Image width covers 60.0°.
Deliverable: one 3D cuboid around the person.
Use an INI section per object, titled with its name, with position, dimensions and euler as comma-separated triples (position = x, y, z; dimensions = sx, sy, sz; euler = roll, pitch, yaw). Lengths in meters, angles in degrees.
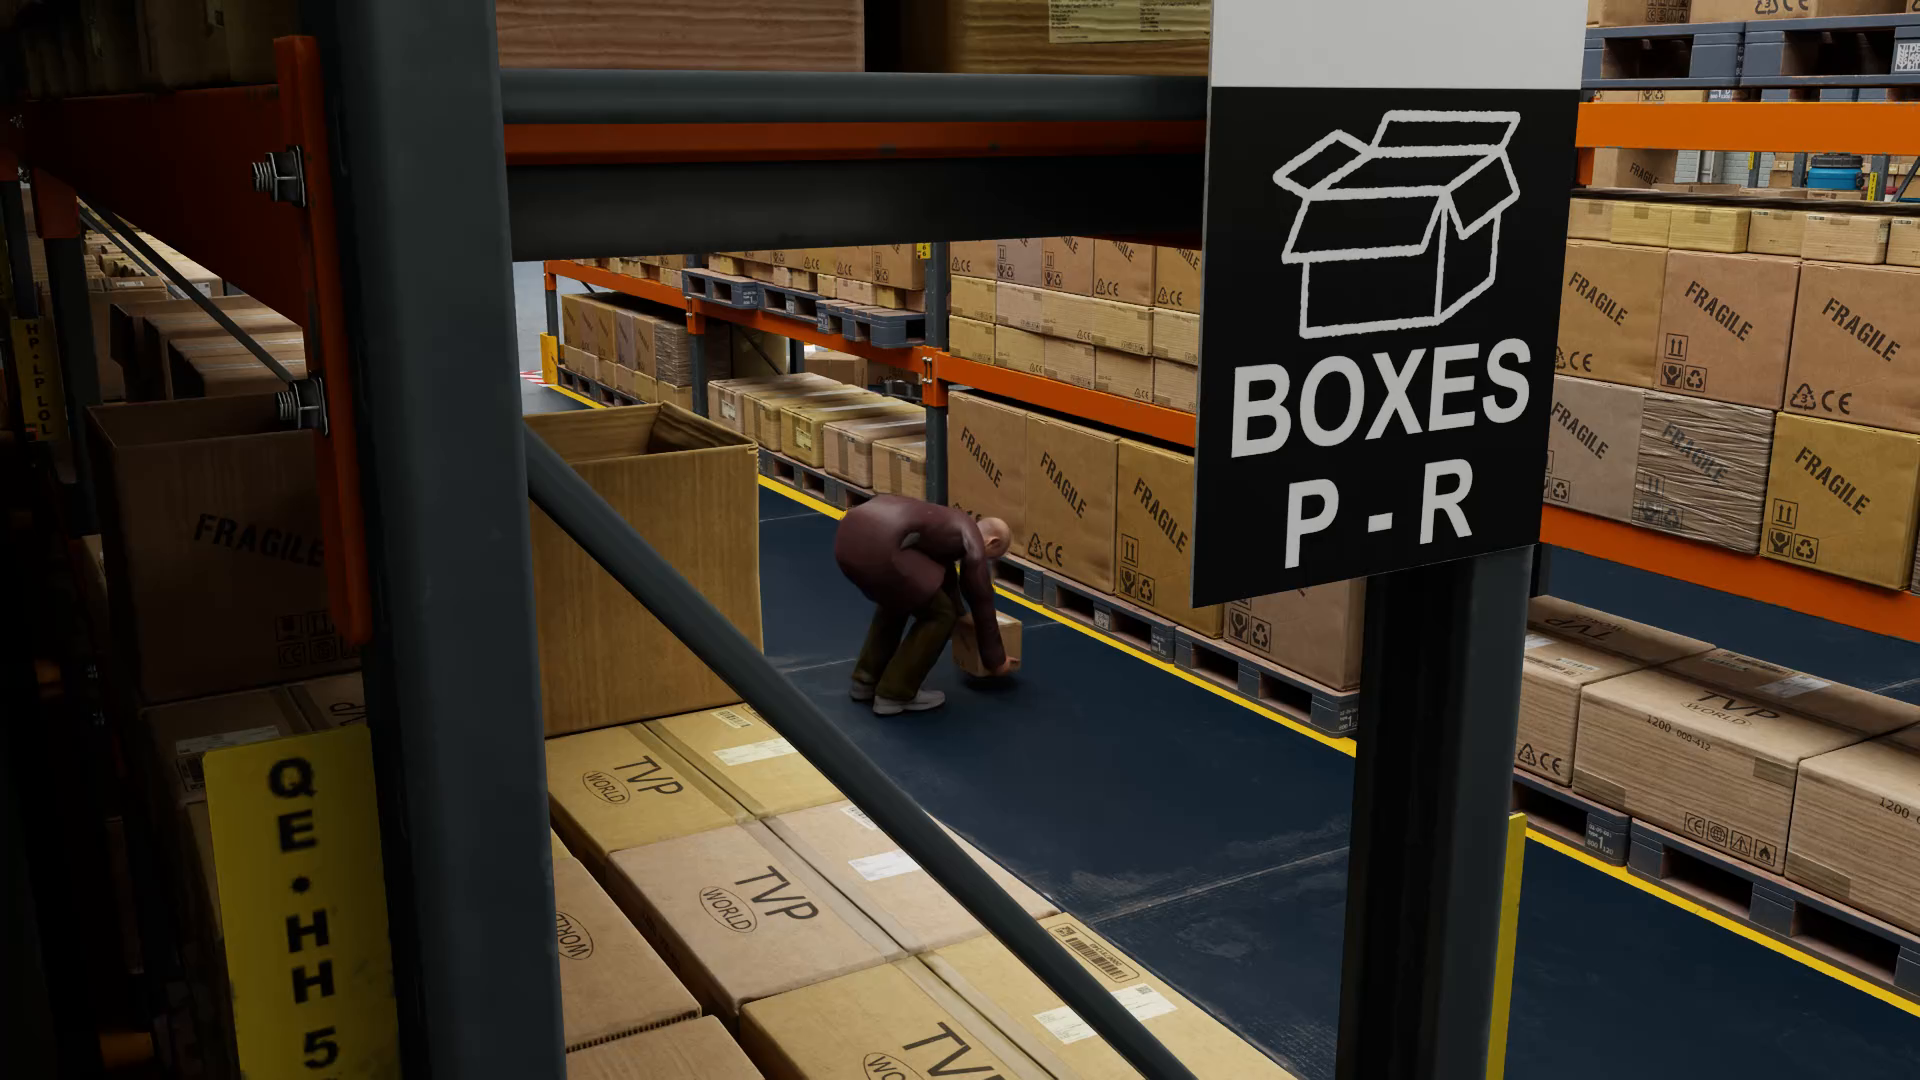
[person]
position = -0.158, 0.261, 8.011
dimensions = 0.943, 1.024, 0.589
euler = -10, 17, -33
